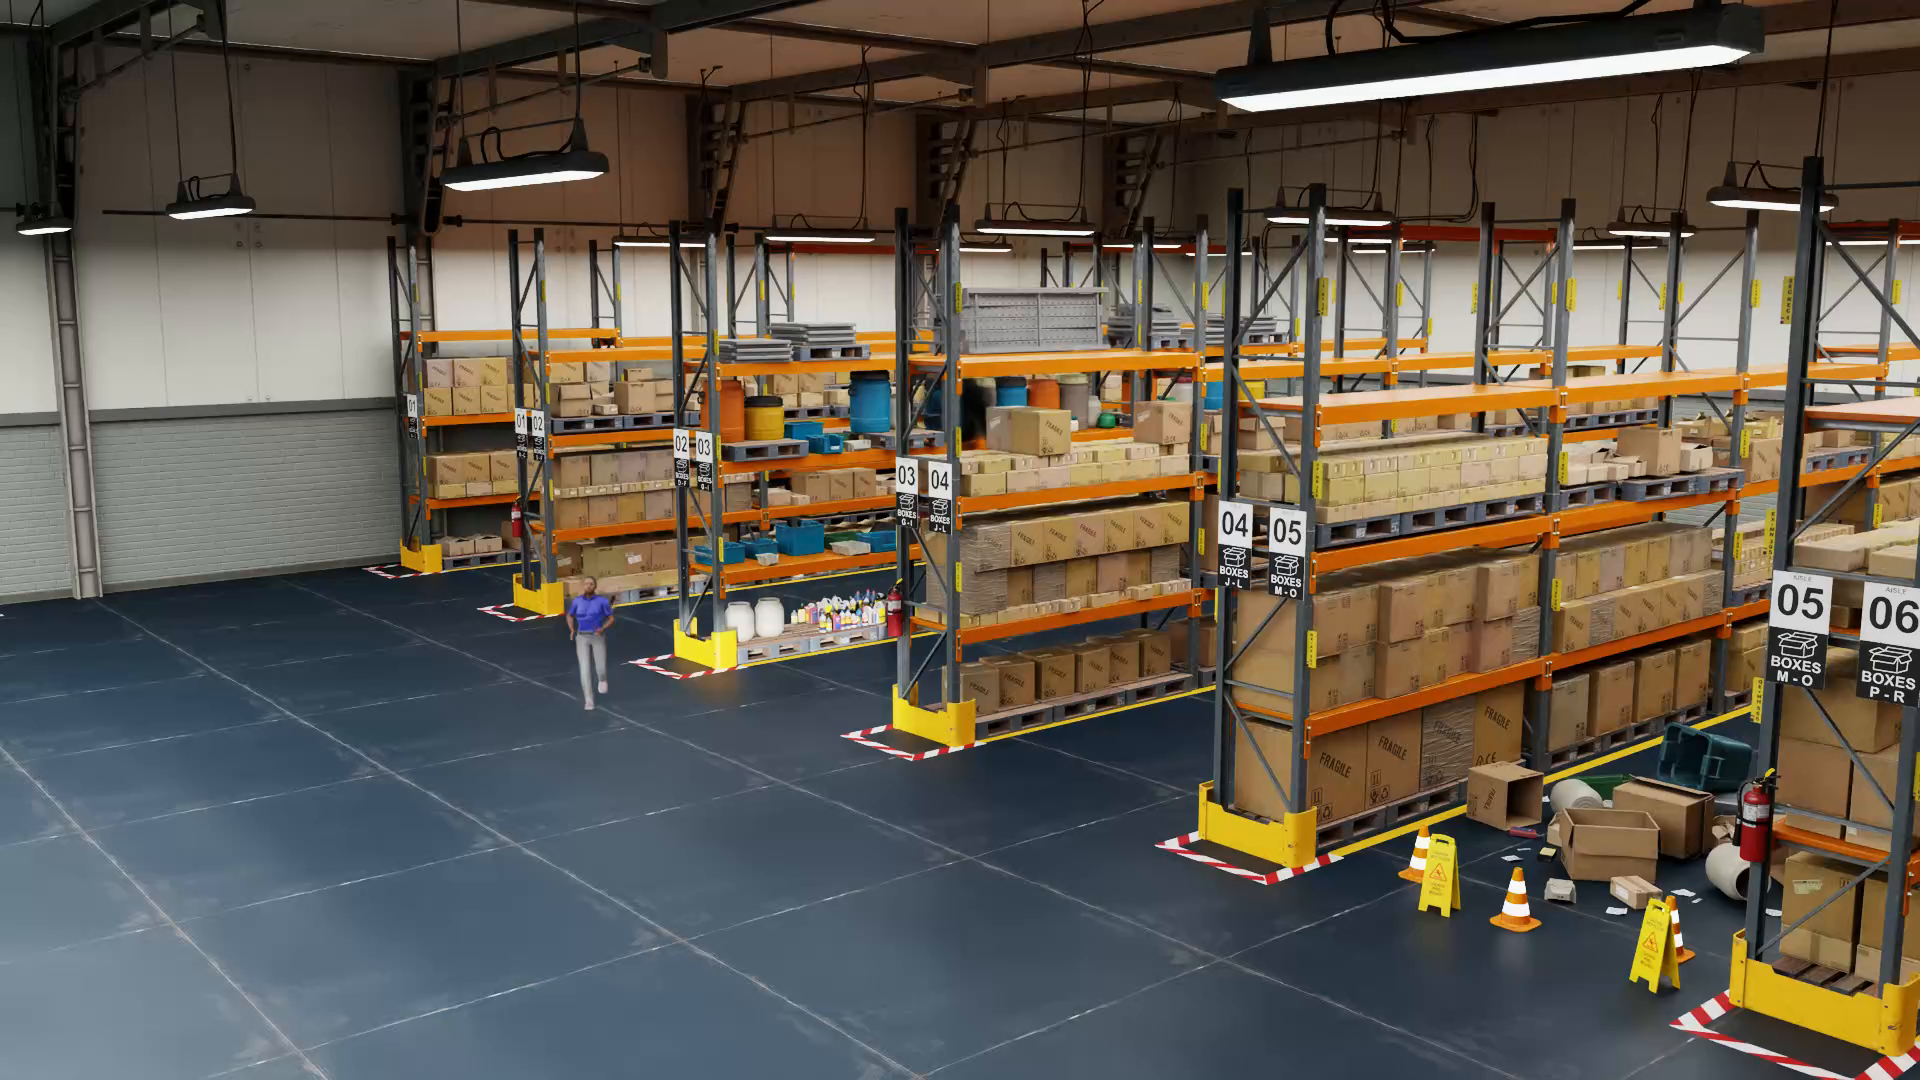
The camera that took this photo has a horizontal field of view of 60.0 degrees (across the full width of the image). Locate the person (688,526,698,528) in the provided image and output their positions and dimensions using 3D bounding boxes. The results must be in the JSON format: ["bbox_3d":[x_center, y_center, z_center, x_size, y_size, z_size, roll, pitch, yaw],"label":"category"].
[{"bbox_3d":[-4.878,-0.295,30.403,0.538,1.605,0.877,7,11,37],"label":"person"}]

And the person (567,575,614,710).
[{"bbox_3d":[-4.552,1.233,20.487,0.584,1.611,0.739,-1,9,-6],"label":"person"}]

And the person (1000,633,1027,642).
[{"bbox_3d":[0.677,0.506,22.838,0.648,1.826,0.681,7,11,36],"label":"person"}]
